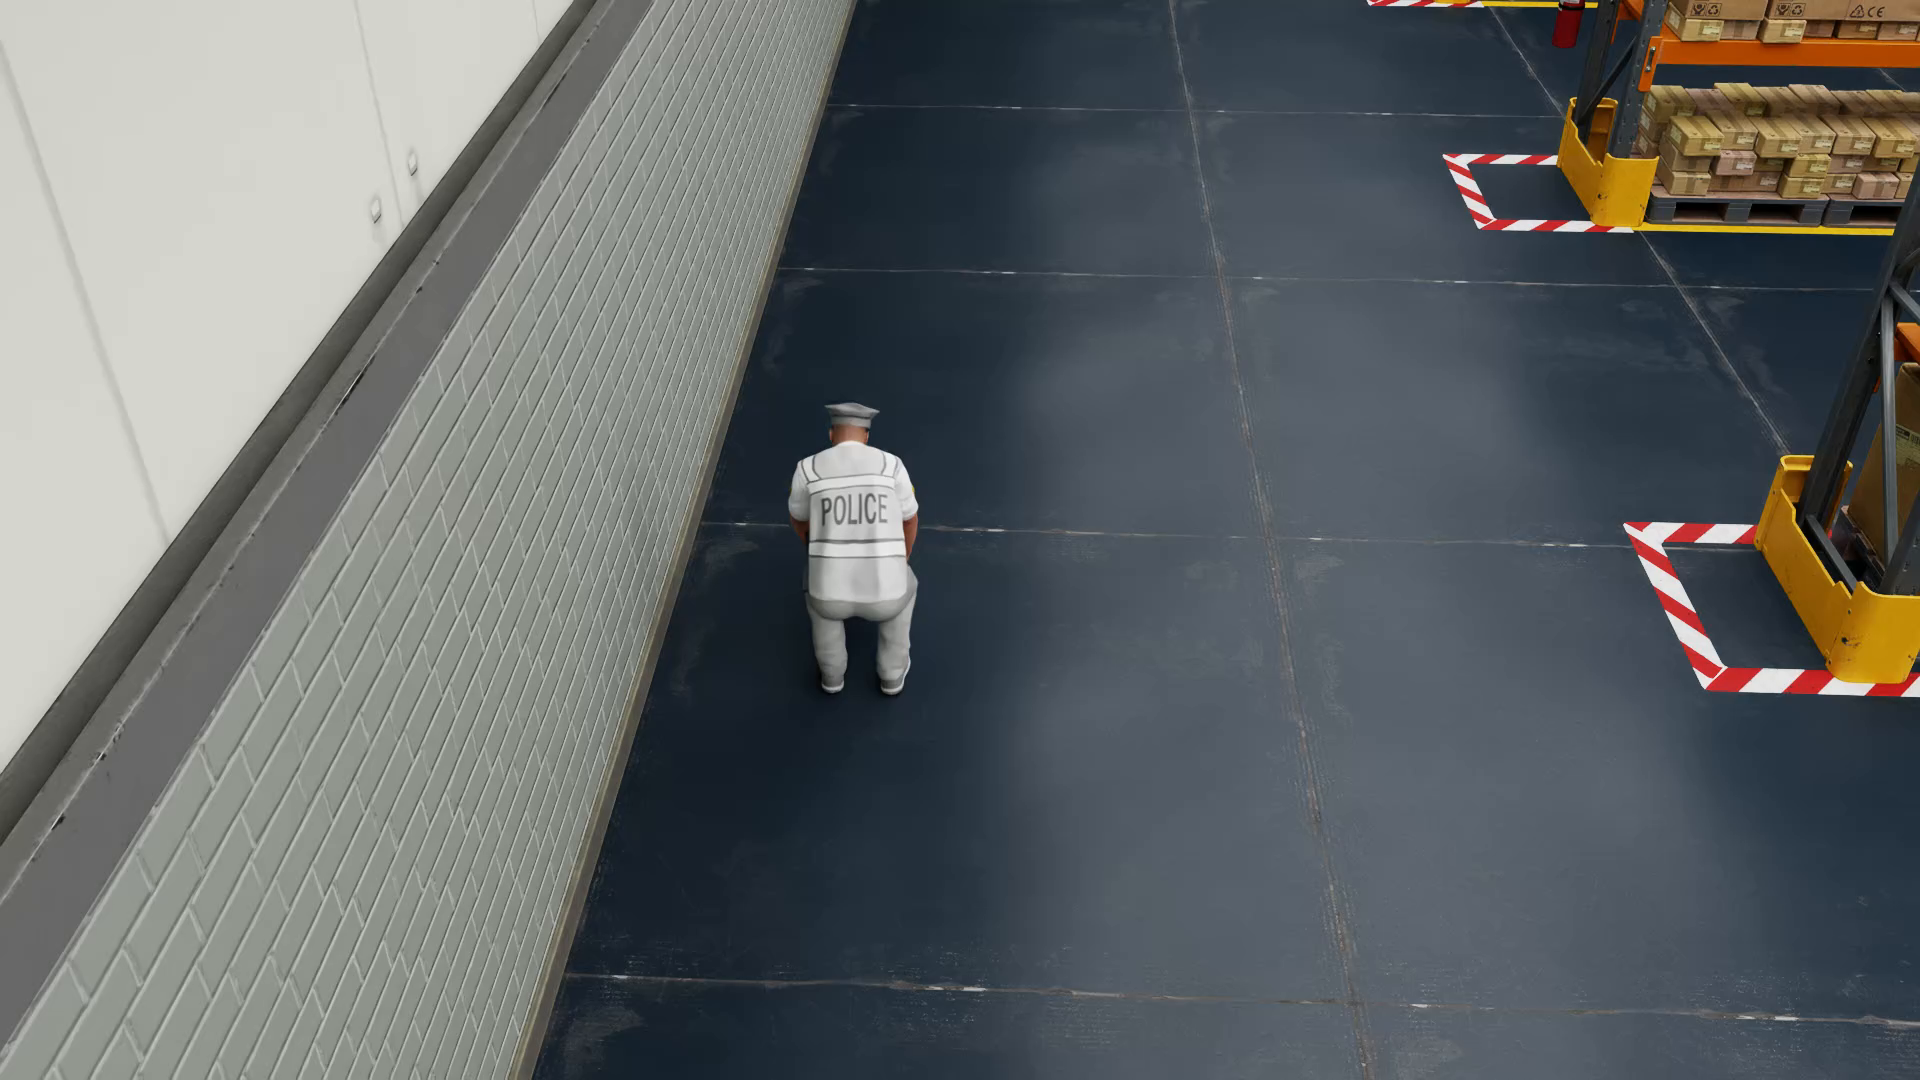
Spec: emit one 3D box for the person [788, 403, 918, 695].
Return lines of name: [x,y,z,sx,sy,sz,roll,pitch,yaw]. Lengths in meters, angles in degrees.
person: [-0.485,0.066,7.463,0.581,1.242,0.882,1,35,2]
